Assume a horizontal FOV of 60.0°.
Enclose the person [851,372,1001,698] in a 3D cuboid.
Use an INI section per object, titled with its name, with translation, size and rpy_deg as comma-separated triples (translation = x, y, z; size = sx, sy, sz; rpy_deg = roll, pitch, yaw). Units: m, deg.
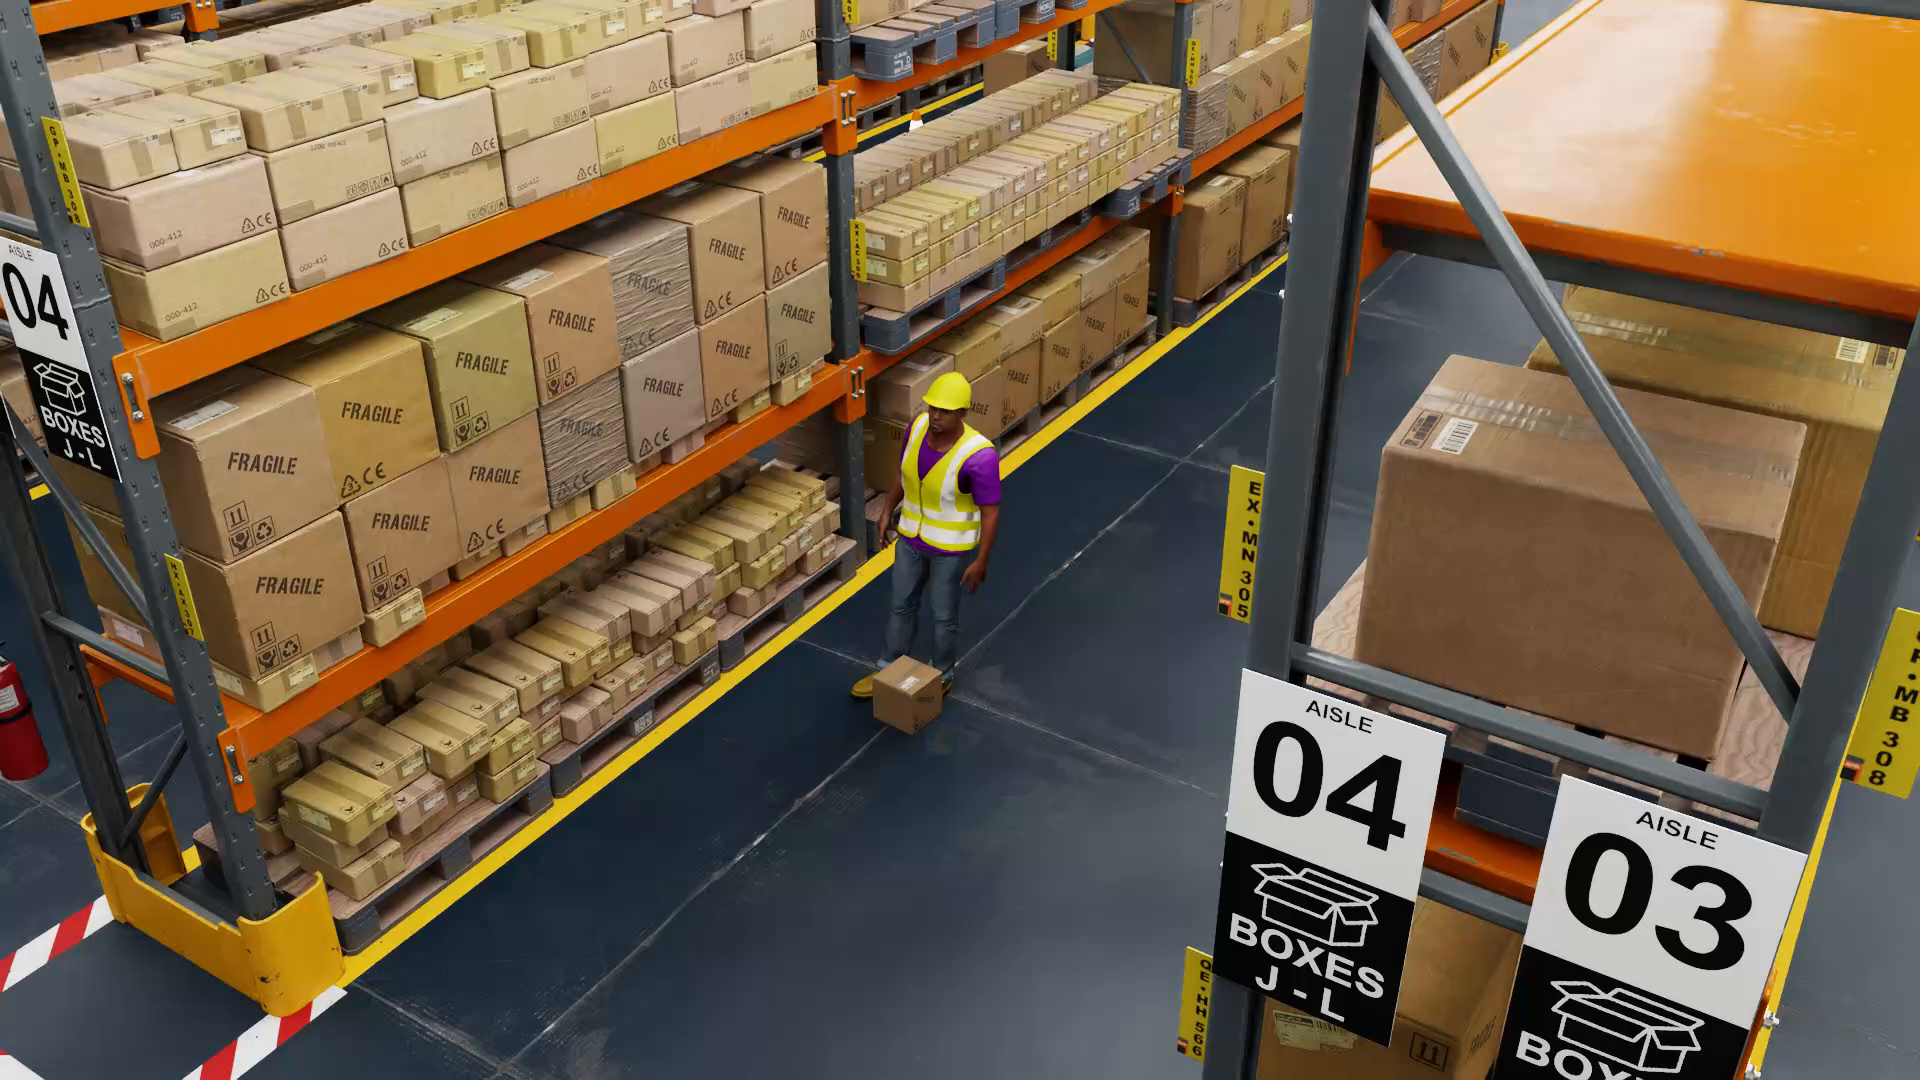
[person]
translation = -0.161, 0.026, 8.102
size = 0.665, 1.767, 0.576
rpy_deg = 22, 37, 33
